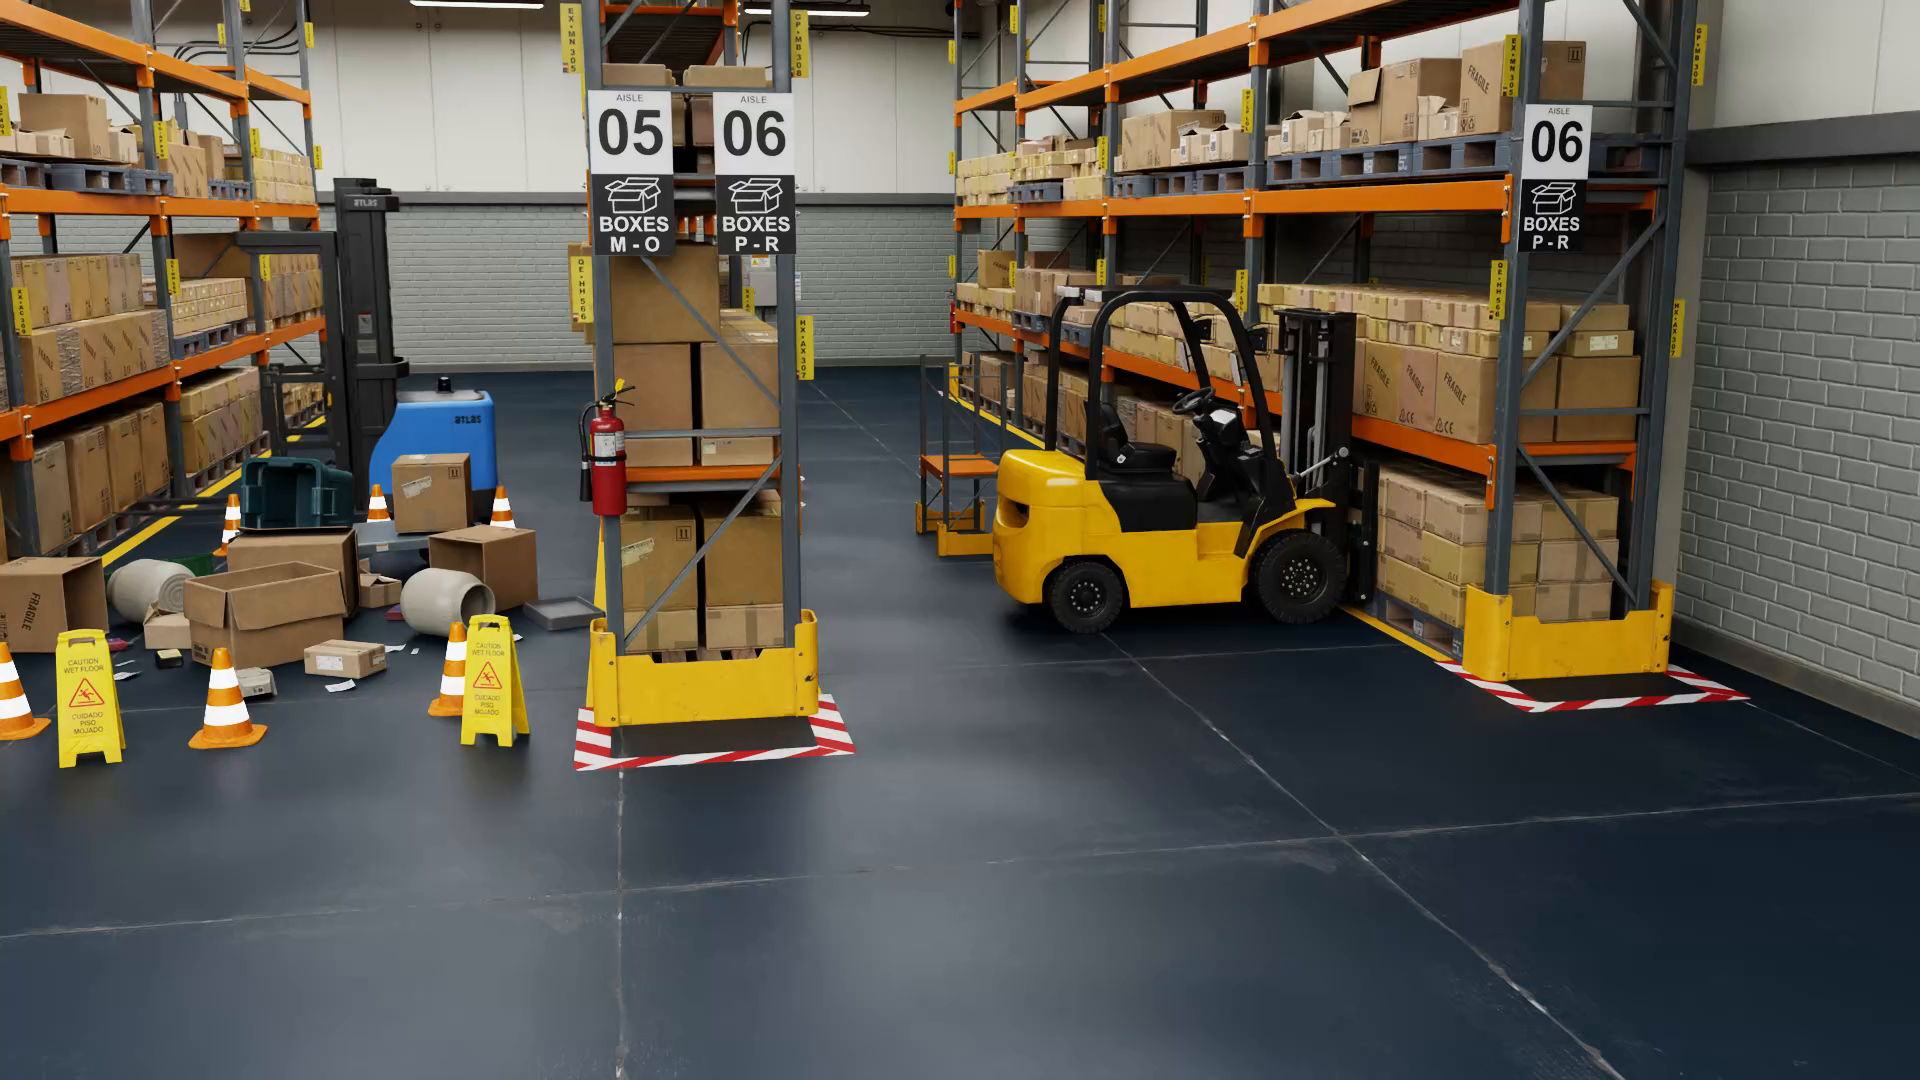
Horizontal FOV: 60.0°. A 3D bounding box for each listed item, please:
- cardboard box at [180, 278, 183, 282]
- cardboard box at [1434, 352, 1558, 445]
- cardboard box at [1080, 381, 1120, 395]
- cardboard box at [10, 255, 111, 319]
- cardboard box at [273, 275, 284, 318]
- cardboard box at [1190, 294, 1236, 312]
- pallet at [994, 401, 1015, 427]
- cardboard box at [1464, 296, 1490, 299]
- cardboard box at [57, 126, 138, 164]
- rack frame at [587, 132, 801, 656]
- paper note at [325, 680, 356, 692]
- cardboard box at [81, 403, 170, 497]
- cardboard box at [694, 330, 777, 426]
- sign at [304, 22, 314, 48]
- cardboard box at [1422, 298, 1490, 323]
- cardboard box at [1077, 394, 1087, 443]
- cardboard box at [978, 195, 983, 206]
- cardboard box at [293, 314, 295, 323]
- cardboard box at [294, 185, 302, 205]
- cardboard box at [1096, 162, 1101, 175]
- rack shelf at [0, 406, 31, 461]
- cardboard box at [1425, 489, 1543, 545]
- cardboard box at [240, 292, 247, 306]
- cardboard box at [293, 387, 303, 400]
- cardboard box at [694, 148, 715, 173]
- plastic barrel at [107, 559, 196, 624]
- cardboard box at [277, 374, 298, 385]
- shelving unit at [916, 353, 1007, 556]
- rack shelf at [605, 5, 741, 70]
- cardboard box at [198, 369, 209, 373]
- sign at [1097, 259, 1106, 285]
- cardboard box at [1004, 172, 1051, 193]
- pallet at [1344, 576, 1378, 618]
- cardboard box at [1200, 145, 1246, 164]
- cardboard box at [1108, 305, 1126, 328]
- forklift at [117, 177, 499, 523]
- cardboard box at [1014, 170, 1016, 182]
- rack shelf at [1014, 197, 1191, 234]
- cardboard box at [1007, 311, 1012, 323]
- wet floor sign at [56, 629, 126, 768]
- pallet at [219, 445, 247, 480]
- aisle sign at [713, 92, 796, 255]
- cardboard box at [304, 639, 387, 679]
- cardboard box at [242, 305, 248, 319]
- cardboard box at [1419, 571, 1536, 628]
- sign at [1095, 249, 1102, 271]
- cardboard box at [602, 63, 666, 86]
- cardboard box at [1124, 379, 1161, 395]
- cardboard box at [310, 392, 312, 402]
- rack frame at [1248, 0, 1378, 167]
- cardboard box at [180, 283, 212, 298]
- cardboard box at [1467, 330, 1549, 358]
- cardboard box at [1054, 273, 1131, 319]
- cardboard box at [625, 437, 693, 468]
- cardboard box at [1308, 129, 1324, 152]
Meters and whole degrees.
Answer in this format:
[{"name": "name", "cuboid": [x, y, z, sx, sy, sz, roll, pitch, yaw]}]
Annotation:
[{"name": "cardboard box", "cuboid": [-8.880, -2.830, 18.502, 0.380, 0.149, 0.250, -2, 11, -8]}, {"name": "cardboard box", "cuboid": [3.179, -0.853, 9.887, 0.500, 0.500, 0.500, -2, 11, -12]}, {"name": "cardboard box", "cuboid": [1.541, -1.667, 18.262, 0.380, 0.149, 0.250, -2, 11, -13]}, {"name": "cardboard box", "cuboid": [-7.448, -2.081, 13.668, 0.700, 0.500, 0.500, -2, 11, -12]}, {"name": "cardboard box", "cuboid": [-8.458, -2.930, 20.004, 0.500, 0.500, 0.500, -2, 11, -11]}, {"name": "cardboard box", "cuboid": [2.236, -2.066, 14.527, 0.380, 0.149, 0.250, -2, 11, -12]}, {"name": "pallet", "cuboid": [1.066, -1.680, 21.958, 1.003, 0.211, 1.213, -2, 11, -11]}, {"name": "cardboard box", "cuboid": [3.485, -1.497, 10.740, 0.380, 0.149, 0.250, -2, 11, -9]}, {"name": "cardboard box", "cuboid": [-7.230, -3.315, 13.915, 0.500, 0.311, 0.500, -2, 11, -11]}, {"name": "rack frame", "cuboid": [-1.335, -0.542, 8.520, 1.000, 3.000, 0.127, -2, 11, -11]}, {"name": "paper note", "cuboid": [-3.472, 0.816, 9.329, 0.148, 0.019, 0.142, -6, 13, -31]}, {"name": "cardboard box", "cuboid": [-7.697, -0.797, 14.753, 1.050, 0.750, 0.750, -2, 11, -12]}, {"name": "cardboard box", "cuboid": [-1.259, -0.929, 9.491, 0.500, 0.500, 0.500, -2, 11, -9]}, {"name": "sign", "cuboid": [-8.735, -6.778, 22.318, 0.100, 0.325, 0.005, -2, 11, -11]}, {"name": "cardboard box", "cuboid": [3.125, -1.434, 10.412, 0.380, 0.149, 0.250, -2, 11, -11]}, {"name": "cardboard box", "cuboid": [1.597, -1.330, 18.226, 0.500, 0.500, 0.500, -2, 11, -12]}, {"name": "cardboard box", "cuboid": [0.458, -4.656, 22.786, 0.380, 0.149, 0.250, -2, 11, -11]}, {"name": "cardboard box", "cuboid": [-8.778, -2.865, 21.400, 0.380, 0.149, 0.250, -3, 11, -13]}, {"name": "cardboard box", "cuboid": [-8.745, -4.419, 21.270, 0.500, 0.250, 0.500, -2, 11, -9]}, {"name": "cardboard box", "cuboid": [1.640, -3.890, 17.427, 0.380, 0.149, 0.250, -2, 11, -12]}, {"name": "rack shelf", "cuboid": [-6.560, -0.357, 9.472, 1.077, 0.370, 4.000, -2, 11, -11]}, {"name": "cardboard box", "cuboid": [3.137, -0.143, 9.981, 0.500, 0.250, 0.500, -2, 11, -9]}, {"name": "cardboard box", "cuboid": [-8.234, -2.707, 18.651, 0.380, 0.149, 0.250, -2, 11, -9]}, {"name": "cardboard box", "cuboid": [-8.572, -1.856, 21.133, 0.380, 0.149, 0.250, -2, 11, -10]}, {"name": "cardboard box", "cuboid": [-1.220, -2.009, 8.881, 0.380, 0.149, 0.250, -2, 11, -13]}, {"name": "plastic barrel", "cuboid": [-5.224, 0.341, 10.772, 0.512, 0.421, 0.421, 6, 12, 28]}, {"name": "cardboard box", "cuboid": [-8.727, -2.047, 21.341, 0.380, 0.149, 0.250, -3, 11, -13]}, {"name": "shelving unit", "cuboid": [0.015, -0.723, 13.483, 0.587, 1.500, 1.083, -2, 11, -11]}, {"name": "rack shelf", "cuboid": [-2.502, -4.039, 13.846, 1.077, 0.370, 4.000, -2, 11, -11]}, {"name": "cardboard box", "cuboid": [-8.621, -1.746, 18.402, 0.500, 0.250, 0.500, -3, 11, -14]}, {"name": "sign", "cuboid": [1.446, -2.699, 16.968, 0.100, 0.325, 0.005, -2, 11, -11]}, {"name": "cardboard box", "cuboid": [0.859, -4.549, 21.158, 0.500, 0.250, 0.500, -2, 11, -11]}, {"name": "pallet", "cuboid": [3.109, 0.285, 11.635, 1.003, 0.211, 1.213, -2, 11, -11]}, {"name": "cardboard box", "cuboid": [2.243, -3.253, 14.023, 0.380, 0.149, 0.250, -2, 11, -11]}, {"name": "cardboard box", "cuboid": [1.799, -2.271, 16.669, 0.500, 0.250, 0.500, -2, 11, -11]}, {"name": "forklift", "cuboid": [-5.575, -1.581, 14.163, 3.031, 2.935, 1.130, -4, 11, -18]}, {"name": "cardboard box", "cuboid": [0.867, -4.460, 20.366, 0.380, 0.149, 0.250, -2, 11, -10]}, {"name": "rack shelf", "cuboid": [1.588, -3.677, 18.895, 1.077, 0.370, 4.000, -2, 11, -11]}, {"name": "cardboard box", "cuboid": [0.817, -2.897, 21.565, 0.380, 0.149, 0.250, -2, 11, -9]}, {"name": "wet floor sign", "cuboid": [-4.223, 0.747, 8.048, 0.267, 0.644, 0.232, -4, 12, -21]}, {"name": "pallet", "cuboid": [-8.112, -0.807, 17.373, 1.003, 0.211, 1.213, -2, 11, -11]}, {"name": "aisle sign", "cuboid": [-1.019, -1.819, 8.277, 0.394, 0.787, 0.004, -2, 11, -11]}, {"name": "cardboard box", "cuboid": [-3.572, 0.692, 9.663, 0.380, 0.149, 0.250, 4, 11, 18]}, {"name": "cardboard box", "cuboid": [-8.234, -2.561, 18.680, 0.380, 0.149, 0.250, -2, 11, -12]}, {"name": "cardboard box", "cuboid": [3.131, 0.347, 10.083, 0.500, 0.250, 0.500, -2, 11, -11]}, {"name": "sign", "cuboid": [1.742, -3.513, 21.037, 0.100, 0.325, 0.005, -2, 11, -11]}, {"name": "cardboard box", "cuboid": [-1.691, -2.335, 8.458, 0.380, 0.149, 0.250, -2, 11, -10]}, {"name": "cardboard box", "cuboid": [2.029, -1.687, 18.363, 0.380, 0.149, 0.250, -2, 11, -10]}, {"name": "cardboard box", "cuboid": [-8.860, -1.899, 22.155, 0.380, 0.149, 0.250, -2, 11, -11]}, {"name": "rack frame", "cuboid": [2.755, -4.404, 12.766, 1.000, 3.000, 0.127, -2, 11, -11]}, {"name": "cardboard box", "cuboid": [-7.929, -2.564, 17.104, 0.380, 0.149, 0.250, -2, 11, -12]}, {"name": "cardboard box", "cuboid": [3.190, -1.144, 9.683, 0.380, 0.149, 0.250, -2, 11, -10]}, {"name": "cardboard box", "cuboid": [1.478, -2.740, 18.670, 0.797, 0.503, 0.637, -2, 11, -12]}, {"name": "cardboard box", "cuboid": [-1.618, -0.479, 8.863, 0.380, 0.149, 0.250, -2, 11, -9]}, {"name": "cardboard box", "cuboid": [2.694, -2.828, 11.790, 0.380, 0.149, 0.250, -2, 11, -9]}]
